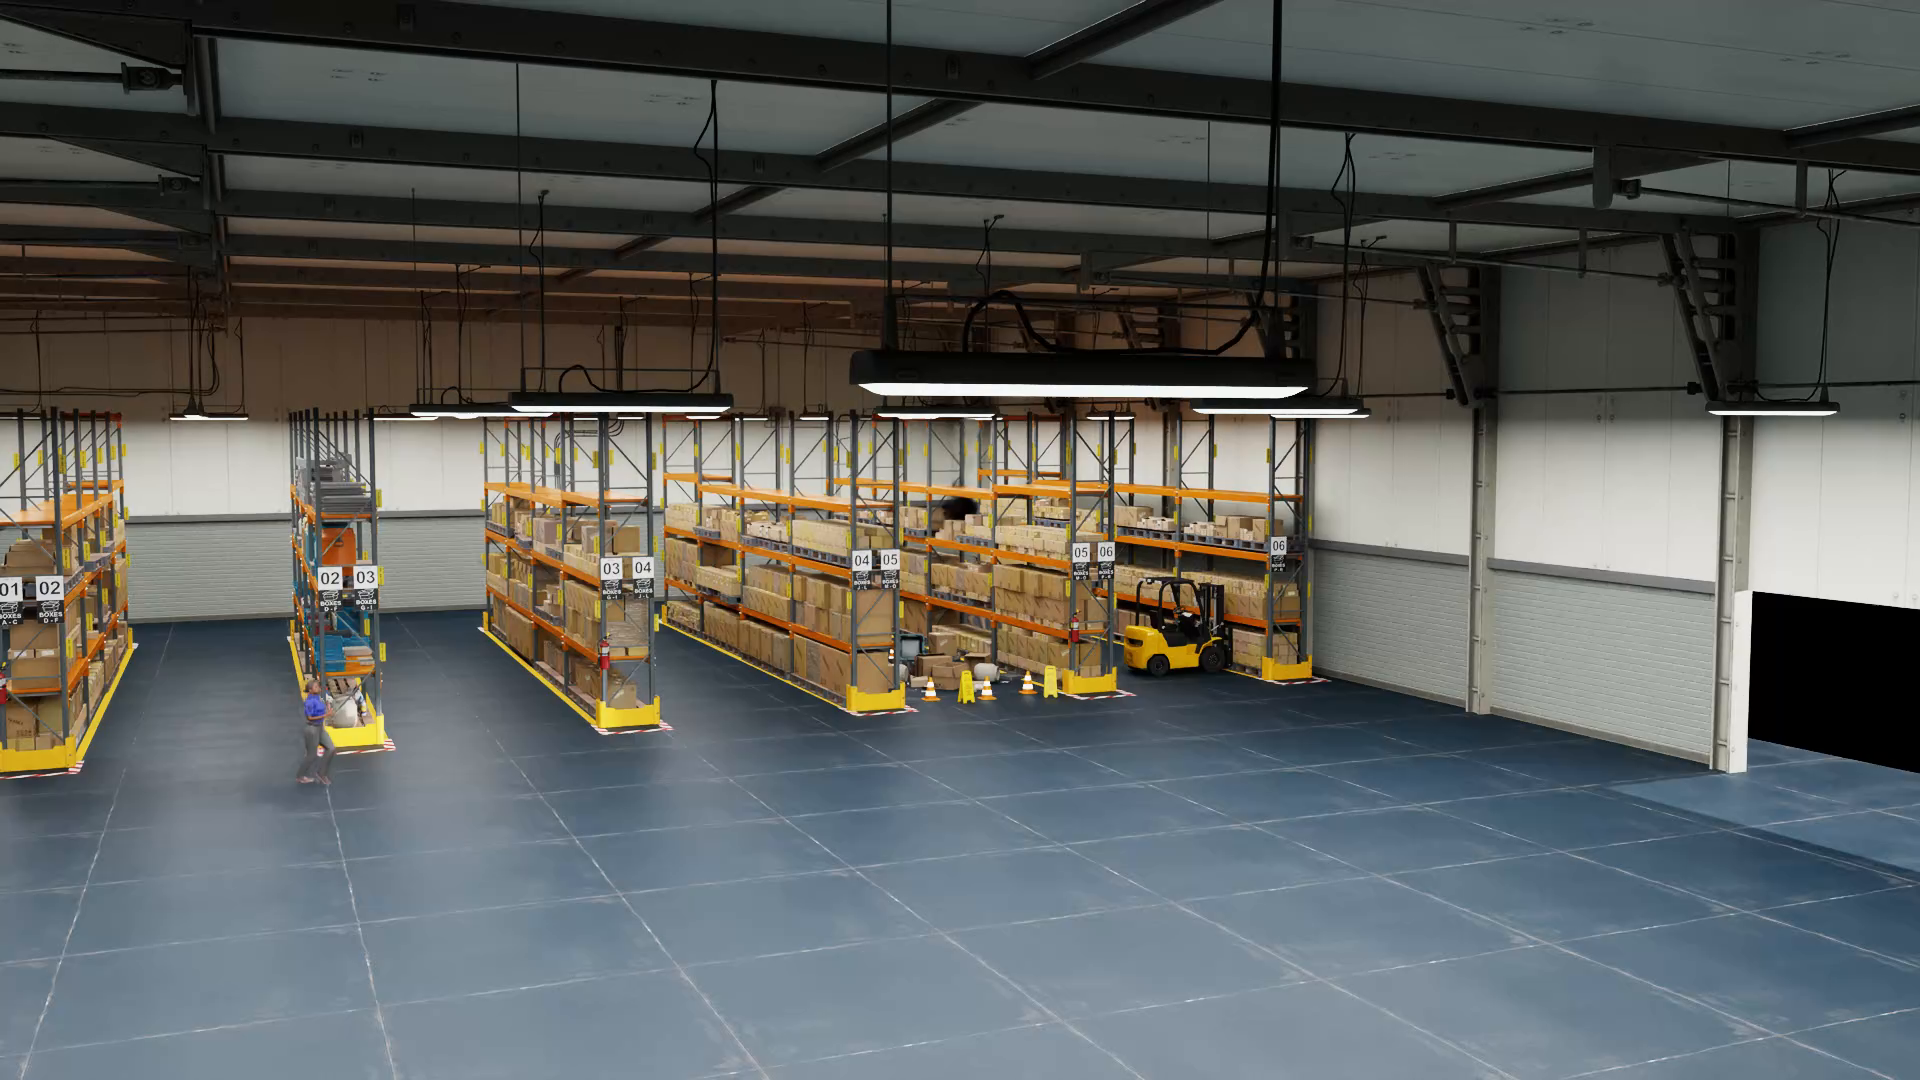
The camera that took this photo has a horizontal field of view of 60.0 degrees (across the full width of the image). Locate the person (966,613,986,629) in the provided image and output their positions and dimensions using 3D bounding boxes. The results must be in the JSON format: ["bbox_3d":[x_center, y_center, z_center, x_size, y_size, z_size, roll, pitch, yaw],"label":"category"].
[{"bbox_3d":[0.442,1.707,45.054,0.642,1.784,0.763,-2,5,-29],"label":"person"}]

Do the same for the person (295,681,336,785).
[{"bbox_3d":[-10.171,3.064,26.280,0.686,1.704,0.555,0,4,2],"label":"person"}]

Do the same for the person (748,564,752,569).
[{"bbox_3d":[-5.939,1.555,47.439,0.716,1.728,0.582,-2,4,-26],"label":"person"}]
